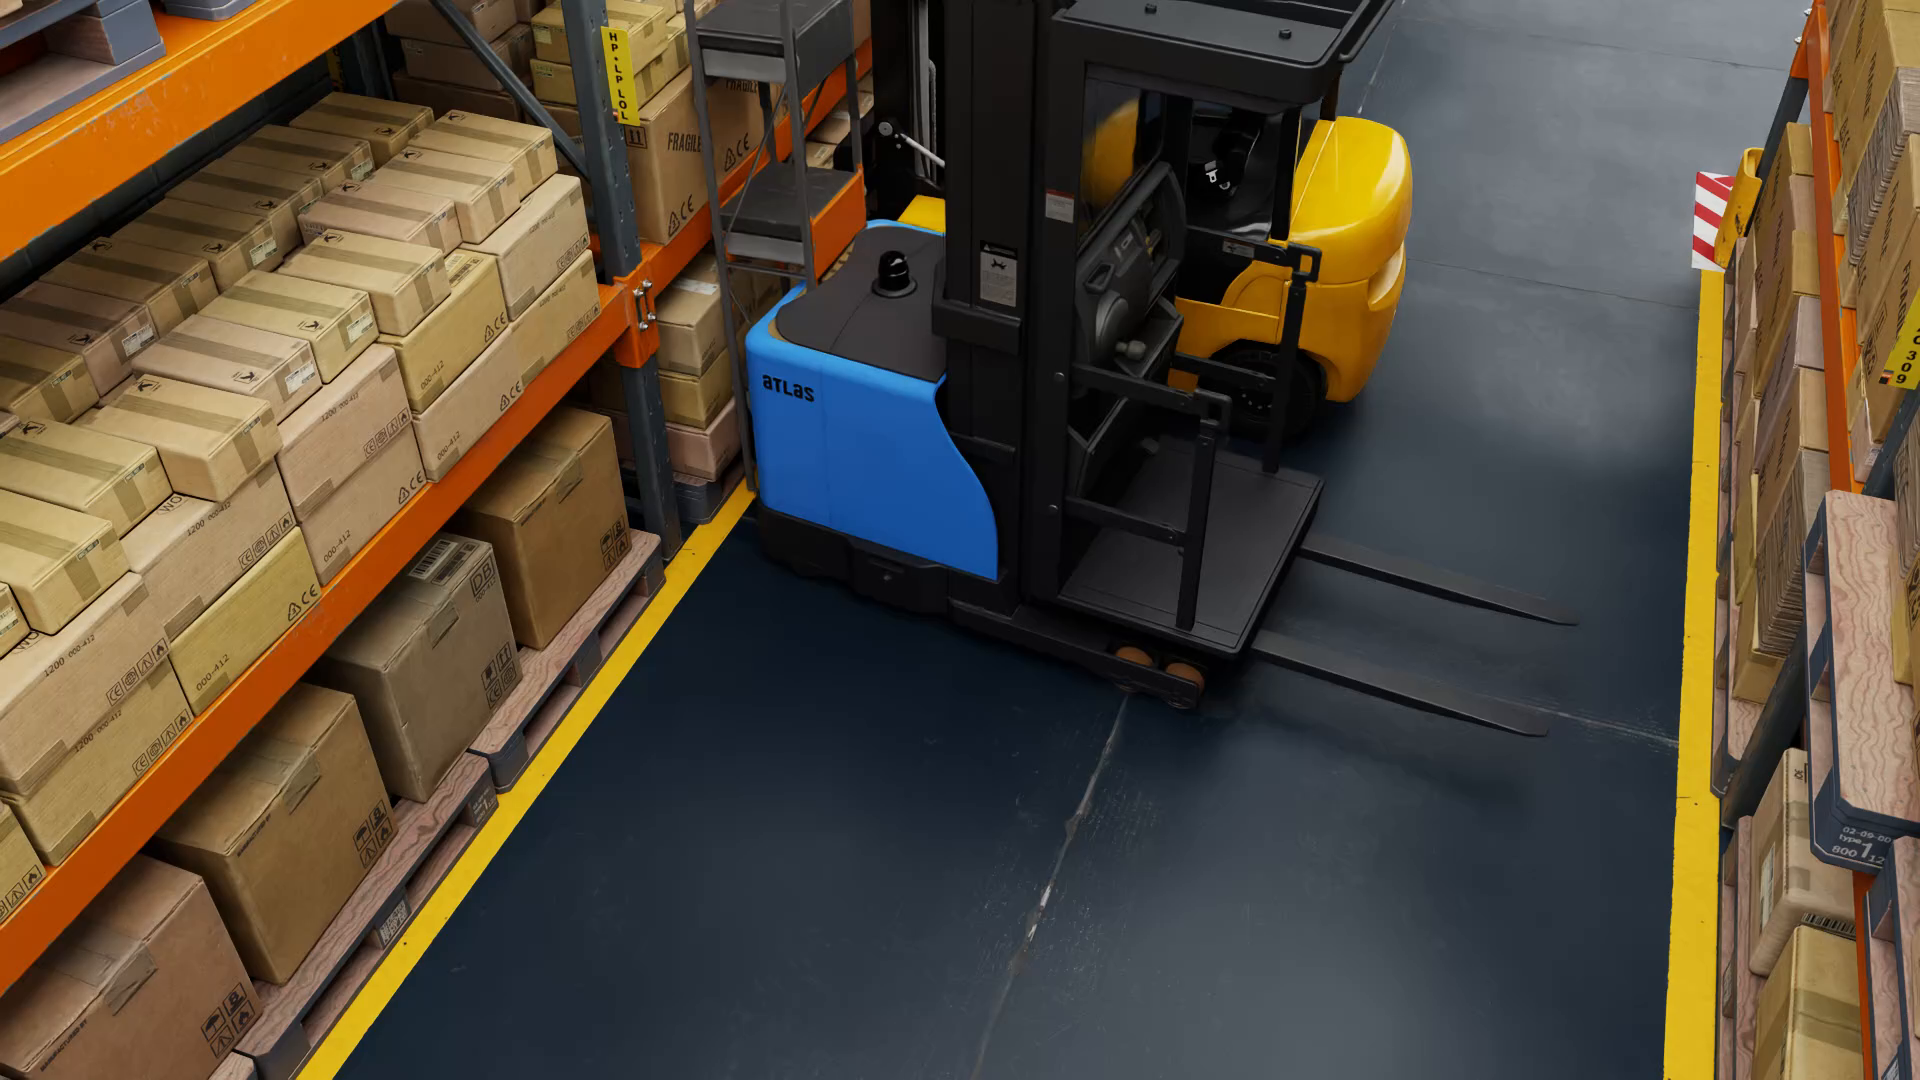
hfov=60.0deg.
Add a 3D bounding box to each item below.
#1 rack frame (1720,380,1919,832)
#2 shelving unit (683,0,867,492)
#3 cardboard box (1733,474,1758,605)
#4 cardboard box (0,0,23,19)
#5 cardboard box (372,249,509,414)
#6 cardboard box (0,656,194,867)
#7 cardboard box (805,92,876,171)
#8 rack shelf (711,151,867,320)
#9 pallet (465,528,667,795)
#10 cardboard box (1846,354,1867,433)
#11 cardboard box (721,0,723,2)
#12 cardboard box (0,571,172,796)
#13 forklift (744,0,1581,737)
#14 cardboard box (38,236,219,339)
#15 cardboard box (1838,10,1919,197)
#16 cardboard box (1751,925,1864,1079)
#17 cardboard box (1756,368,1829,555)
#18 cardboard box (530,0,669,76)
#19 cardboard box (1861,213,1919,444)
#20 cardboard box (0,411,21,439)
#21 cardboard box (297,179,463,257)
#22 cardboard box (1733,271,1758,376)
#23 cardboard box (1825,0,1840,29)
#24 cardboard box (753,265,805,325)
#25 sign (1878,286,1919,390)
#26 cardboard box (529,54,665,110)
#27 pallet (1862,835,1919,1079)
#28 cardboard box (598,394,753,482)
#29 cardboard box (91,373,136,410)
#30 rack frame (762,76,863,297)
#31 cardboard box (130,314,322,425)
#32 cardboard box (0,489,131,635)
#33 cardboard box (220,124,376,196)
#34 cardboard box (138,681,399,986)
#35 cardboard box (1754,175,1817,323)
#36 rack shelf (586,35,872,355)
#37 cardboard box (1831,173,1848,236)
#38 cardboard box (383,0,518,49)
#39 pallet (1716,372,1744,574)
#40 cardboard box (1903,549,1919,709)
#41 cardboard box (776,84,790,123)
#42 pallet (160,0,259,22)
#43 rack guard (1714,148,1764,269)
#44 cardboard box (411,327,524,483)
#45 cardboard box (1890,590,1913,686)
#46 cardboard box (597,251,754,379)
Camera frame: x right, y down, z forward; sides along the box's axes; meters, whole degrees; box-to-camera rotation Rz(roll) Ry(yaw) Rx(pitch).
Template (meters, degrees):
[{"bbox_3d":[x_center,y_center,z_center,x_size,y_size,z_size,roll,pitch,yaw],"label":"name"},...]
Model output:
[{"bbox_3d":[3.057,-0.096,4.551,1.000,3.000,0.127,13,42,15],"label":"rack frame"},{"bbox_3d":[-0.640,-1.146,6.398,0.431,2.100,0.503,12,40,17],"label":"shelving unit"},{"bbox_3d":[3.179,0.043,6.183,0.500,0.250,0.500,12,42,14],"label":"cardboard box"},{"bbox_3d":[-2.152,-1.141,2.987,0.500,0.500,0.500,14,42,16],"label":"cardboard box"},{"bbox_3d":[-1.706,-0.657,4.939,0.500,0.250,0.500,12,42,14],"label":"cardboard box"},{"bbox_3d":[-2.249,0.464,4.011,0.500,0.250,0.500,12,42,14],"label":"cardboard box"},{"bbox_3d":[-0.618,-1.849,7.630,0.500,0.250,0.500,12,42,14],"label":"cardboard box"},{"bbox_3d":[-0.640,-1.135,6.407,0.431,0.518,0.480,12,40,17],"label":"rack shelf"},{"bbox_3d":[-1.824,0.324,6.208,1.003,0.211,1.213,13,42,15],"label":"pallet"},{"bbox_3d":[2.959,-0.418,5.122,0.380,0.149,0.250,14,42,16],"label":"cardboard box"},{"bbox_3d":[-0.949,-2.073,6.292,0.380,0.149,0.250,14,42,16],"label":"cardboard box"},{"bbox_3d":[-2.227,0.275,3.847,0.500,0.250,0.500,12,42,14],"label":"cardboard box"},{"bbox_3d":[0.763,-0.900,5.546,3.031,2.935,1.130,17,43,19],"label":"forklift"},{"bbox_3d":[-2.335,-0.702,4.685,0.380,0.149,0.250,13,42,15],"label":"cardboard box"},{"bbox_3d":[3.488,-1.520,5.914,0.500,0.500,0.500,12,42,14],"label":"cardboard box"},{"bbox_3d":[2.637,1.504,4.377,0.950,0.372,0.625,16,43,18],"label":"cardboard box"},{"bbox_3d":[3.179,-0.226,5.921,0.500,0.500,0.500,14,42,16],"label":"cardboard box"},{"bbox_3d":[-1.221,-1.722,5.651,0.380,0.149,0.250,14,42,16],"label":"cardboard box"},{"bbox_3d":[2.975,-0.573,4.804,0.500,0.500,0.500,12,42,14],"label":"cardboard box"},{"bbox_3d":[-2.549,-0.224,4.125,0.380,0.149,0.250,14,43,16],"label":"cardboard box"},{"bbox_3d":[-1.722,-0.923,4.944,0.380,0.149,0.250,13,42,15],"label":"cardboard box"},{"bbox_3d":[3.707,-0.909,7.299,0.500,0.250,0.500,15,43,17],"label":"cardboard box"},{"bbox_3d":[4.002,-2.459,7.015,0.500,0.500,0.500,13,42,14],"label":"cardboard box"},{"bbox_3d":[-0.983,-1.033,7.060,0.500,0.250,0.500,13,42,15],"label":"cardboard box"},{"bbox_3d":[2.544,-0.541,4.406,0.100,0.325,0.005,13,42,15],"label":"sign"},{"bbox_3d":[-1.253,-1.616,5.756,0.380,0.149,0.250,13,42,14],"label":"cardboard box"},{"bbox_3d":[2.327,1.200,3.180,1.003,0.211,1.213,13,42,15],"label":"pallet"},{"bbox_3d":[-1.132,-0.530,6.856,0.500,0.250,0.500,14,42,16],"label":"cardboard box"},{"bbox_3d":[-2.391,-0.461,4.709,0.500,0.250,0.500,12,42,14],"label":"cardboard box"},{"bbox_3d":[-0.555,-1.288,6.578,0.400,2.100,0.015,12,40,17],"label":"rack frame"},{"bbox_3d":[-1.926,-0.436,4.374,0.380,0.149,0.250,14,42,15],"label":"cardboard box"},{"bbox_3d":[-2.160,0.041,3.814,0.380,0.149,0.250,14,42,16],"label":"cardboard box"},{"bbox_3d":[-2.072,-1.161,5.223,0.380,0.149,0.250,12,42,14],"label":"cardboard box"},{"bbox_3d":[-2.305,0.800,5.007,0.875,0.625,0.625,12,42,13],"label":"cardboard box"},{"bbox_3d":[3.707,-1.169,7.027,0.500,0.500,0.500,12,42,13],"label":"cardboard box"},{"bbox_3d":[-0.925,-2.141,7.503,1.077,0.370,4.000,13,42,15],"label":"rack shelf"},{"bbox_3d":[3.394,-1.199,6.037,0.380,0.149,0.250,14,42,15],"label":"cardboard box"},{"bbox_3d":[-1.784,-1.855,5.807,0.380,0.149,0.250,13,42,15],"label":"cardboard box"},{"bbox_3d":[3.669,-0.199,6.821,1.003,0.211,1.213,13,42,15],"label":"pallet"},{"bbox_3d":[2.456,0.121,3.667,0.500,0.500,0.500,13,42,15],"label":"cardboard box"},{"bbox_3d":[-0.877,-2.076,6.796,0.500,0.500,0.500,13,42,15],"label":"cardboard box"},{"bbox_3d":[-1.898,-1.723,4.294,0.805,0.209,1.217,12,42,13],"label":"pallet"},{"bbox_3d":[4.399,-1.538,8.168,1.175,0.500,0.348,13,42,15],"label":"rack guard"},{"bbox_3d":[-1.702,-0.465,5.099,0.500,0.250,0.500,13,42,15],"label":"cardboard box"},{"bbox_3d":[2.477,0.257,4.007,0.380,0.149,0.250,14,42,16],"label":"cardboard box"},{"bbox_3d":[-1.149,-0.915,6.536,0.500,0.250,0.500,13,42,14],"label":"cardboard box"}]
